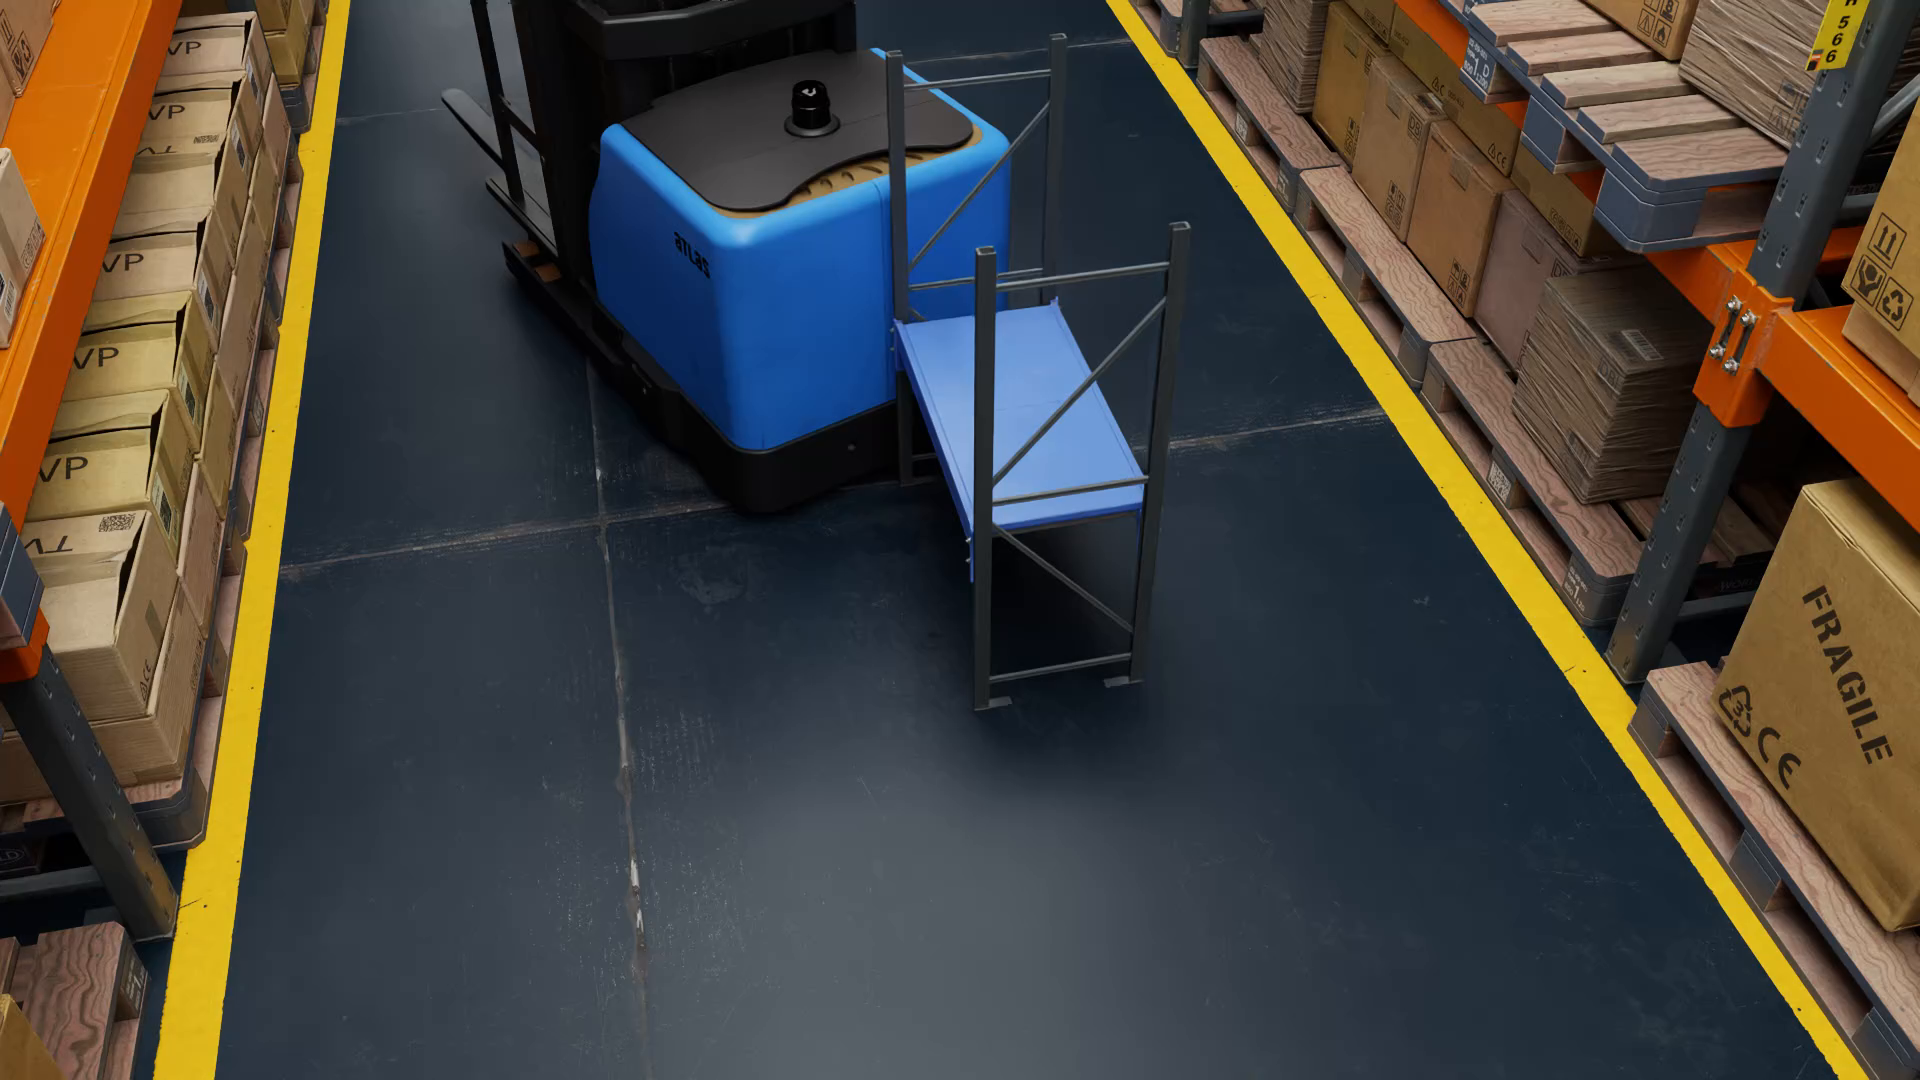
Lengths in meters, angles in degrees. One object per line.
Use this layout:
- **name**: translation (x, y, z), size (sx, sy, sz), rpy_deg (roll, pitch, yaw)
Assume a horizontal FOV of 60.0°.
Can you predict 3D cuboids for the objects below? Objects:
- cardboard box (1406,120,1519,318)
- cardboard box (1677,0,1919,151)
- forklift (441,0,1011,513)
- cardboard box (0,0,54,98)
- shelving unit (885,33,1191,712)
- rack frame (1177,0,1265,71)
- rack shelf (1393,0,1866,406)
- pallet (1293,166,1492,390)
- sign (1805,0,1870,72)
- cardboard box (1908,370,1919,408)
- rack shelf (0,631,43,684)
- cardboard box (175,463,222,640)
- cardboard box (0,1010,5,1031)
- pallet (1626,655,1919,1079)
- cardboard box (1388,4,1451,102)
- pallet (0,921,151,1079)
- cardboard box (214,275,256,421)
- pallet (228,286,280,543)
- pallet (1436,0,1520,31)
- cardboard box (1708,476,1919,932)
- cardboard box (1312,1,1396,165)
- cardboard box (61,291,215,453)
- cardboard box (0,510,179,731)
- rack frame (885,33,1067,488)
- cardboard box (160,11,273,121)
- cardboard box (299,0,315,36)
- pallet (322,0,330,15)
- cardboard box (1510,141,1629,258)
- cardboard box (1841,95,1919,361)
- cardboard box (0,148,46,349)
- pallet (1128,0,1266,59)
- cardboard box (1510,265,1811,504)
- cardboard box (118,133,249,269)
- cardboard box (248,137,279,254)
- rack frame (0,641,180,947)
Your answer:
- **cardboard box**: translation (2.043, -1.168, 5.858), size (0.700, 0.500, 0.500), rpy_deg (-9, 42, -10)
- **cardboard box**: translation (2.270, -1.316, 4.066), size (0.700, 0.500, 0.500), rpy_deg (-13, 43, -14)
- **forklift**: translation (-1.073, -2.126, 5.437), size (1.130, 2.935, 3.031), rpy_deg (-24, 47, -25)
- **cardboard box**: translation (-2.946, -1.562, 4.675), size (0.500, 0.500, 0.500), rpy_deg (-8, 42, -9)
- **shelving unit**: translation (0.163, -0.451, 4.628), size (0.538, 1.500, 1.048), rpy_deg (-9, 42, -10)
- **rack frame**: translation (1.518, -3.403, 6.824), size (1.000, 3.000, 0.127), rpy_deg (-8, 42, -9)
- **rack shelf**: translation (1.950, -1.838, 5.603), size (1.077, 0.370, 4.000), rpy_deg (-8, 42, -9)
- **pallet**: translation (1.954, -1.064, 6.289), size (1.003, 0.211, 1.213), rpy_deg (-8, 42, -9)
- **sign**: translation (1.854, -1.130, 3.451), size (0.100, 0.325, 0.005), rpy_deg (-8, 42, -9)
- **cardboard box**: translation (2.272, -0.313, 3.517), size (0.380, 0.149, 0.250), rpy_deg (-8, 42, -9)
- **rack shelf**: translation (-2.023, 1.467, 1.879), size (1.077, 0.370, 4.000), rpy_deg (-8, 42, -9)
- **cardboard box**: translation (-2.390, 0.066, 4.671), size (0.500, 0.250, 0.500), rpy_deg (-9, 42, -10)
- **cardboard box**: translation (-2.007, 1.000, 2.850), size (0.500, 0.250, 0.500), rpy_deg (-7, 42, -8)
- **pallet**: translation (2.478, 0.754, 4.241), size (1.003, 0.211, 1.213), rpy_deg (-8, 42, -9)
- **cardboard box**: translation (1.908, -1.817, 6.024), size (0.500, 0.250, 0.500), rpy_deg (-9, 42, -11)
- **pallet**: translation (-2.330, 1.434, 3.476), size (1.003, 0.211, 1.213), rpy_deg (-8, 42, -9)
- **cardboard box**: translation (-2.619, -0.603, 5.424), size (0.500, 0.250, 0.500), rpy_deg (-8, 42, -8)
- **pallet**: translation (-2.854, -0.384, 5.523), size (1.003, 0.211, 1.213), rpy_deg (-8, 42, -9)
- **pallet**: translation (1.914, -2.016, 5.406), size (1.003, 0.211, 1.213), rpy_deg (-8, 42, -9)
- **cardboard box**: translation (2.412, 0.332, 3.920), size (0.750, 0.750, 0.750), rpy_deg (-9, 42, -10)
- **cardboard box**: translation (1.854, -1.830, 6.604), size (0.700, 0.500, 0.500), rpy_deg (-9, 42, -10)
- **cardboard box**: translation (-2.510, -0.488, 4.873), size (0.500, 0.311, 0.500), rpy_deg (-9, 42, -10)
- **cardboard box**: translation (-2.281, 0.182, 4.118), size (0.500, 0.311, 0.500), rpy_deg (-7, 42, -8)
- **rack frame**: translation (0.046, -0.779, 4.998), size (0.500, 1.500, 0.032), rpy_deg (-9, 42, -10)
- **cardboard box**: translation (-2.951, -1.808, 6.360), size (0.500, 0.311, 0.500), rpy_deg (-8, 42, -9)
- **cardboard box**: translation (-3.225, -2.489, 7.549), size (0.500, 0.250, 0.500), rpy_deg (-8, 42, -9)
- **pallet**: translation (-3.716, -2.962, 8.428), size (1.003, 0.211, 1.213), rpy_deg (-8, 42, -9)
- **cardboard box**: translation (2.113, -1.158, 5.282), size (0.500, 0.250, 0.500), rpy_deg (-8, 42, -8)
- **cardboard box**: translation (2.236, -0.615, 3.369), size (0.500, 0.500, 0.500), rpy_deg (-7, 42, -8)
- **cardboard box**: translation (-2.459, -0.672, 3.815), size (0.500, 0.311, 0.500), rpy_deg (-9, 42, -10)
- **pallet**: translation (1.339, -2.791, 8.235), size (1.003, 0.211, 1.213), rpy_deg (-8, 42, -9)
- **cardboard box**: translation (2.175, -0.499, 5.105), size (0.700, 0.500, 0.500), rpy_deg (-8, 42, -9)
- **cardboard box**: translation (-2.727, -1.148, 5.616), size (0.500, 0.311, 0.500), rpy_deg (-8, 42, -9)
- **cardboard box**: translation (-2.838, -1.264, 6.170), size (0.500, 0.250, 0.500), rpy_deg (-9, 42, -10)
- **rack frame**: translation (-2.455, -0.098, 3.101), size (1.000, 3.000, 0.127), rpy_deg (-8, 42, -9)
